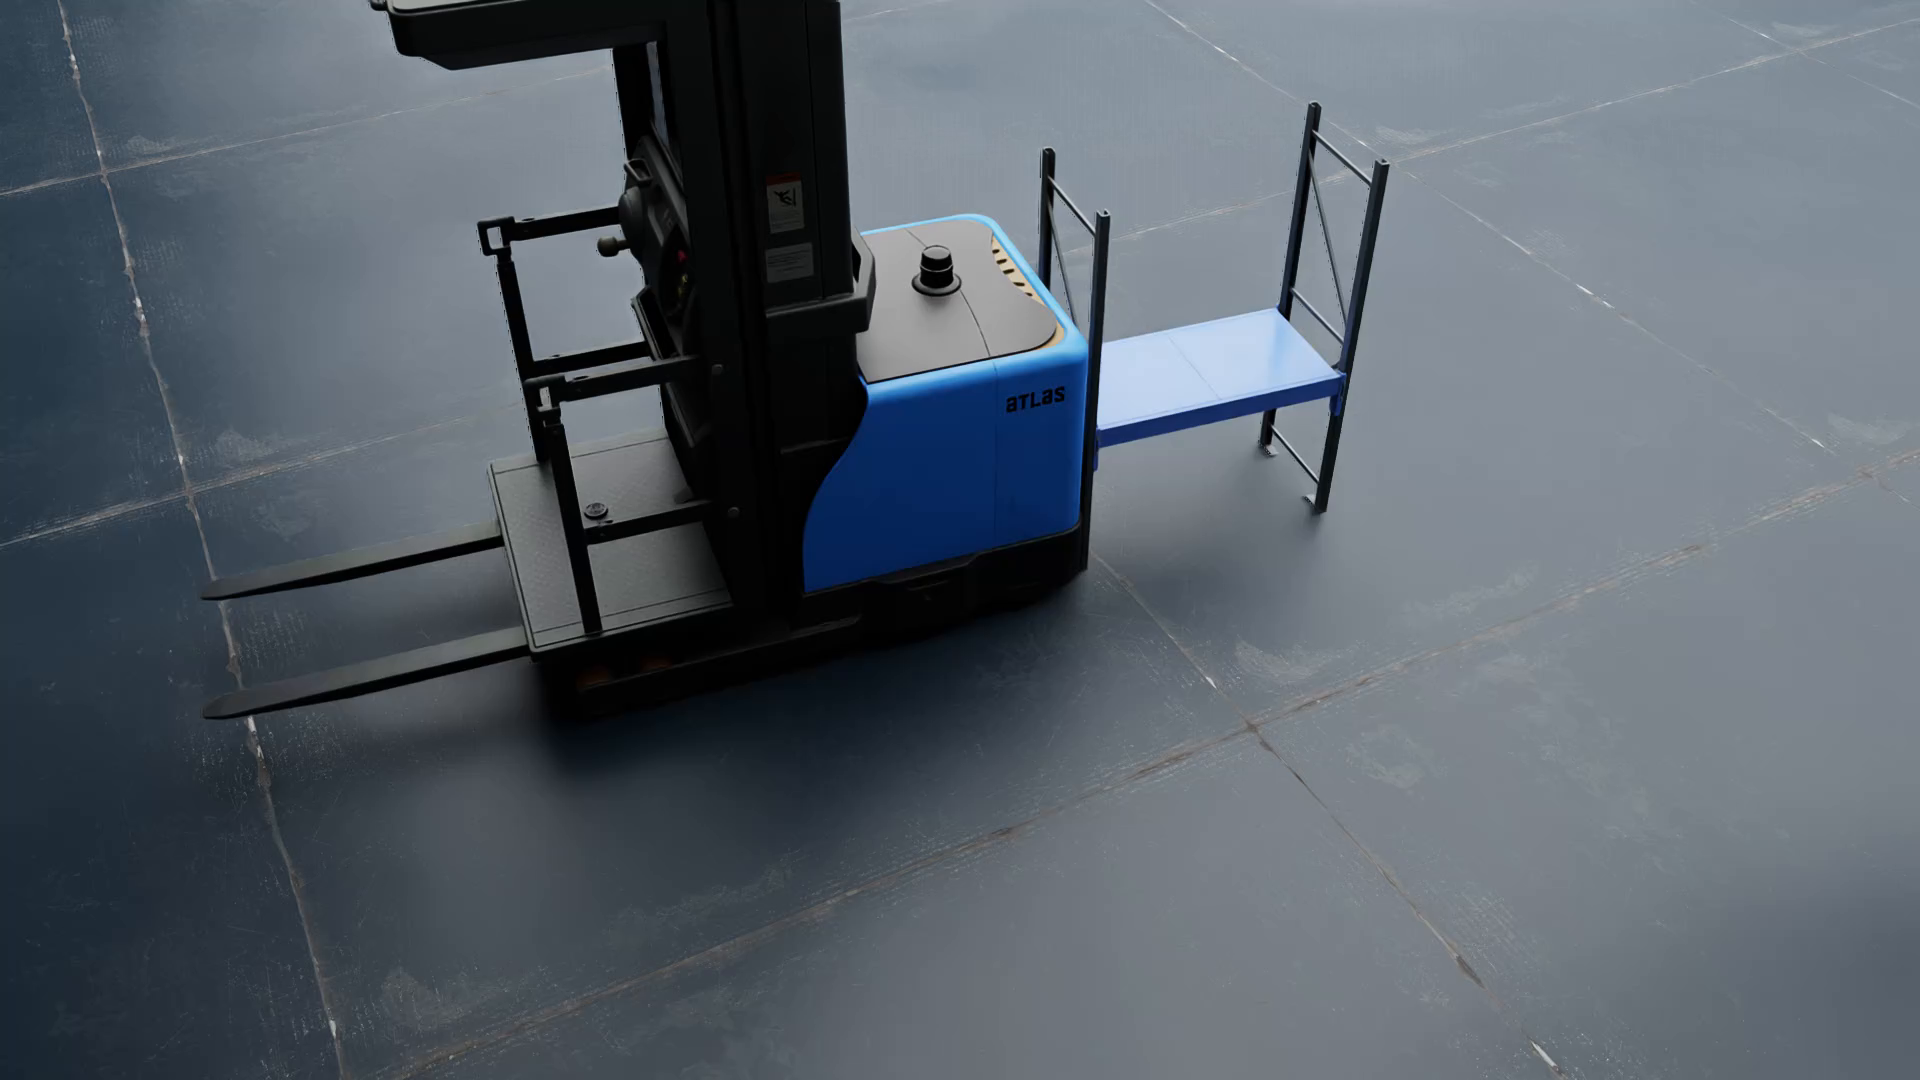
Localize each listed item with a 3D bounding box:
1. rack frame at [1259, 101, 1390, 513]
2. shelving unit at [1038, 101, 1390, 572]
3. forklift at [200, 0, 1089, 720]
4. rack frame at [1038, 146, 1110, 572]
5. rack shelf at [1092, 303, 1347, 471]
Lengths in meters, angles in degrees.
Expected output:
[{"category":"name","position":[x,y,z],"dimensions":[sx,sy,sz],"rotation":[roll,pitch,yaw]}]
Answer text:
[{"category":"rack frame","position":[1.334,-0.831,6.202],"dimensions":[0.032,1.500,0.500],"rotation":[-13,42,-15]},{"category":"shelving unit","position":[0.857,-0.719,6.069],"dimensions":[1.048,1.500,0.538],"rotation":[-13,42,-15]},{"category":"forklift","position":[-1.129,-0.911,5.188],"dimensions":[3.031,2.935,1.130],"rotation":[-13,42,-15]},{"category":"rack frame","position":[0.379,-0.607,5.936],"dimensions":[0.032,1.500,0.500],"rotation":[-13,42,-15]},{"category":"rack shelf","position":[0.857,-0.582,6.185],"dimensions":[1.000,0.185,0.538],"rotation":[-13,42,-15]}]
